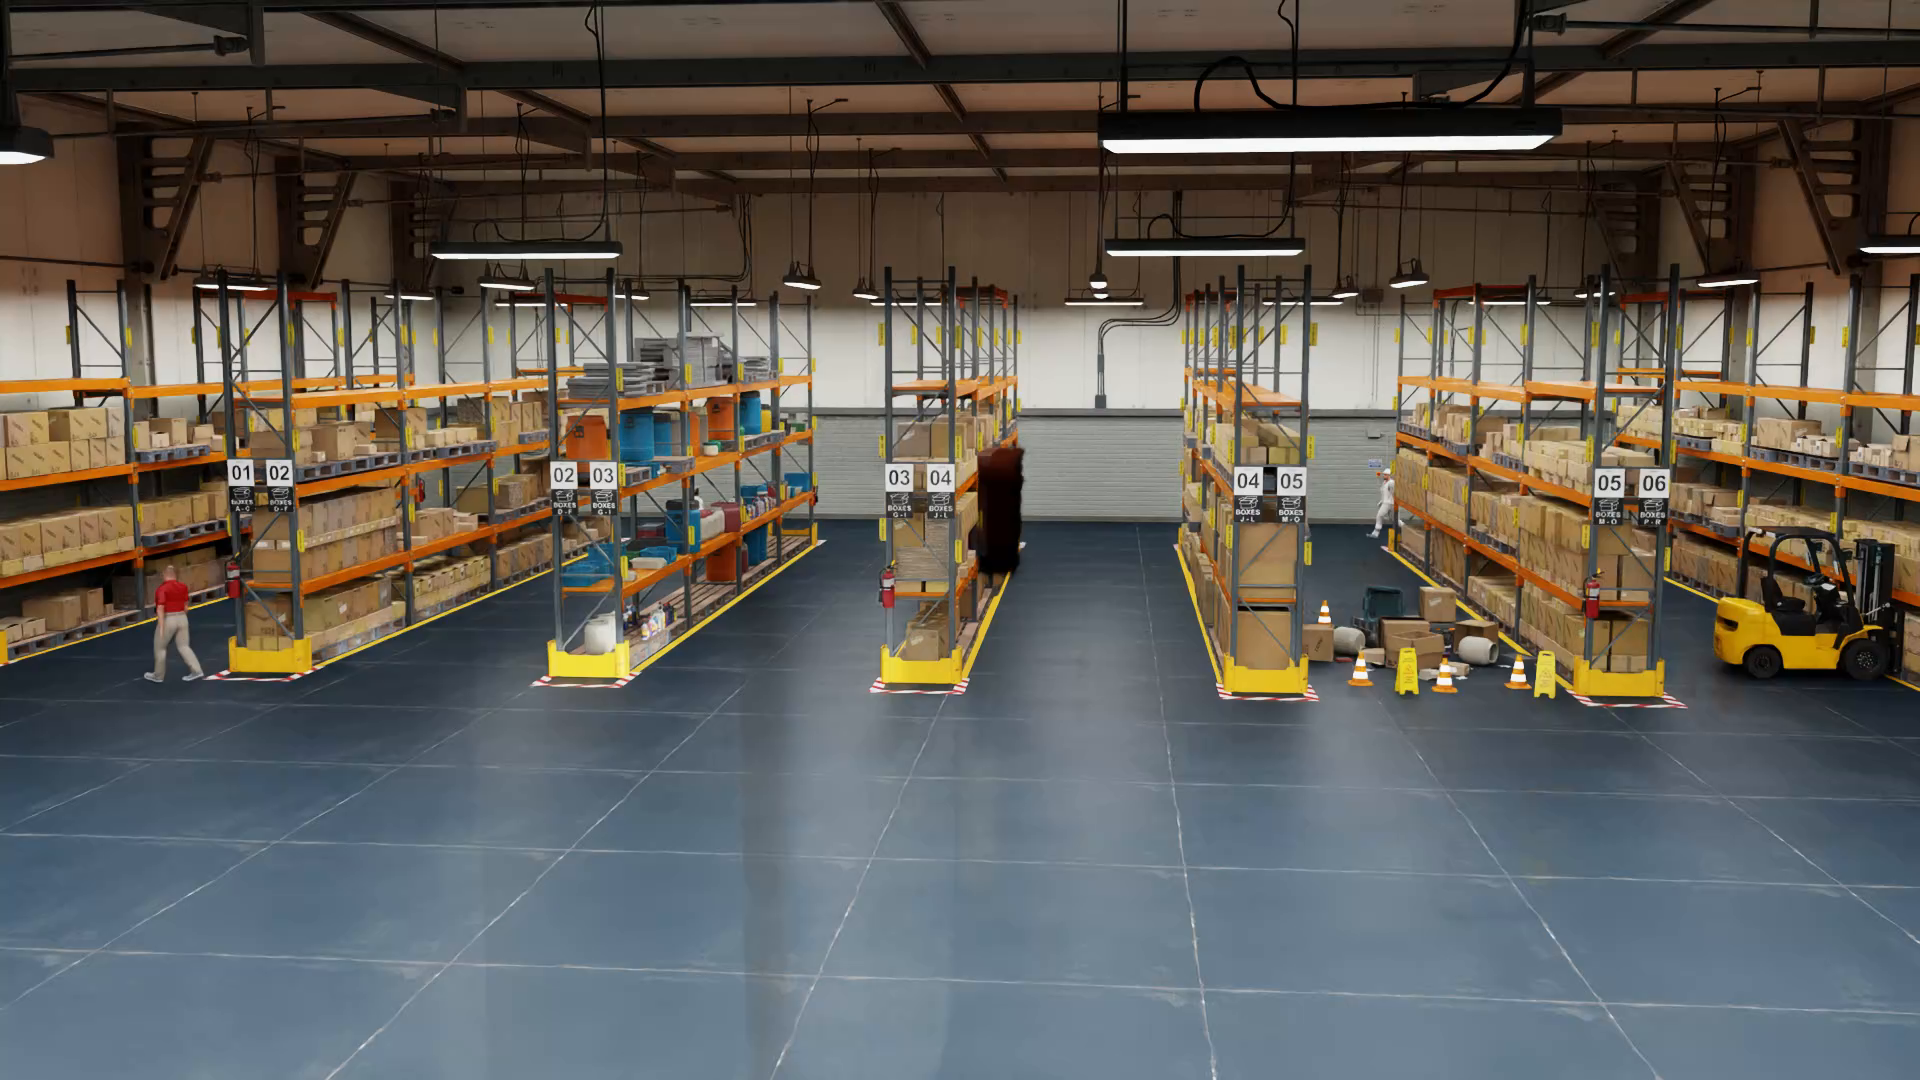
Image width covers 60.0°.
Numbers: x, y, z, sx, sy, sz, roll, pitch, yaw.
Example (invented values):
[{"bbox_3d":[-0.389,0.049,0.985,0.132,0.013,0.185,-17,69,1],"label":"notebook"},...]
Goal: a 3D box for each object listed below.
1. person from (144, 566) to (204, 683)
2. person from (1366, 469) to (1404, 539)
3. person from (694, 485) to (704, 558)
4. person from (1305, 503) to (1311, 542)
[{"bbox_3d":[-11.491,1.226,24.247,0.841,1.711,0.573,4,8,30],"label":"person"},{"bbox_3d":[10.695,-0.906,41.513,1.075,1.747,0.498,1,7,6],"label":"person"},{"bbox_3d":[-6.022,-0.403,37.712,0.521,1.680,0.485,4,8,30],"label":"person"},{"bbox_3d":[7.719,-0.395,37.844,0.432,1.600,0.436,-3,8,-23],"label":"person"}]
